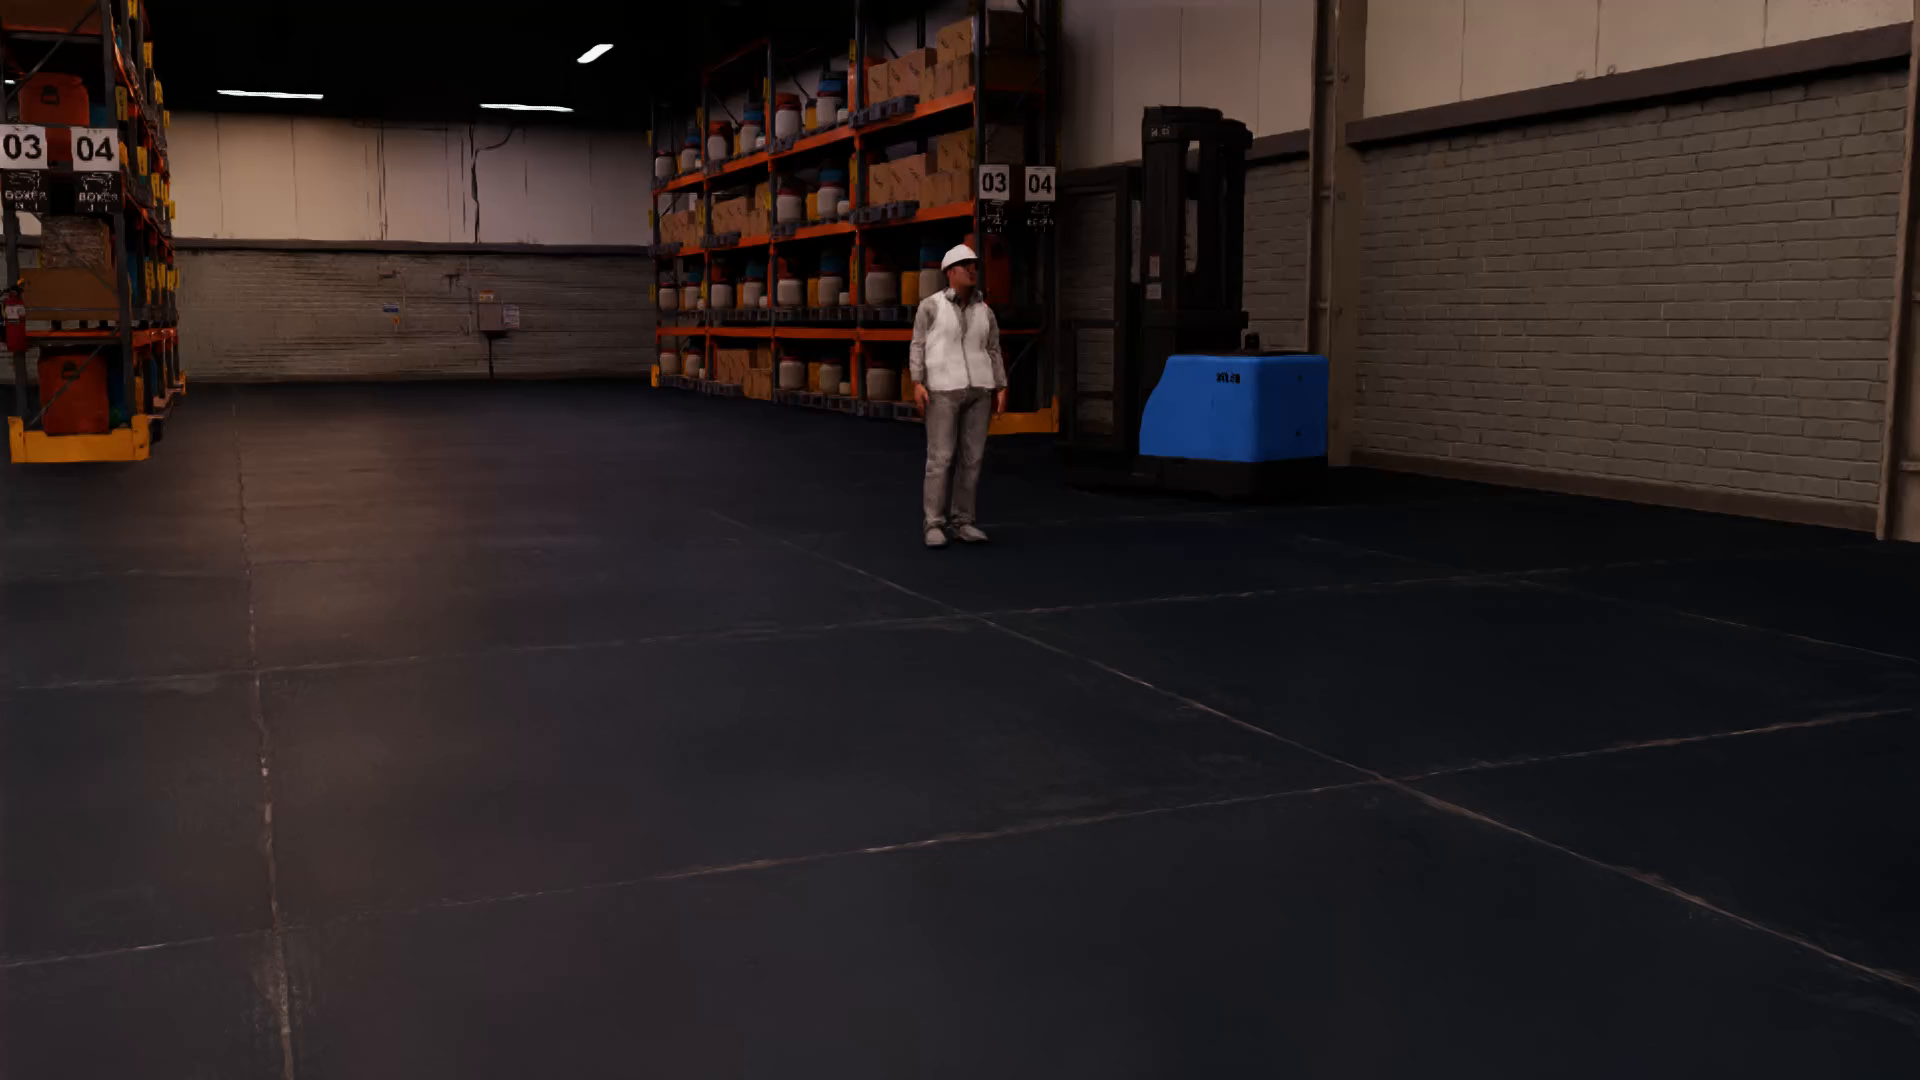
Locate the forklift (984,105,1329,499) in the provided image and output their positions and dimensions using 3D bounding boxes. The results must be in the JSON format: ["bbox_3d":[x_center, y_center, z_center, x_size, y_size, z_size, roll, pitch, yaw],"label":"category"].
[{"bbox_3d":[1.437,-1.893,13.299,1.130,2.935,3.031,-7,10,-43],"label":"forklift"}]

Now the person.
[{"bbox_3d":[0.017,-0.879,9.977,0.632,1.773,0.567,-3,8,-23],"label":"person"}]
